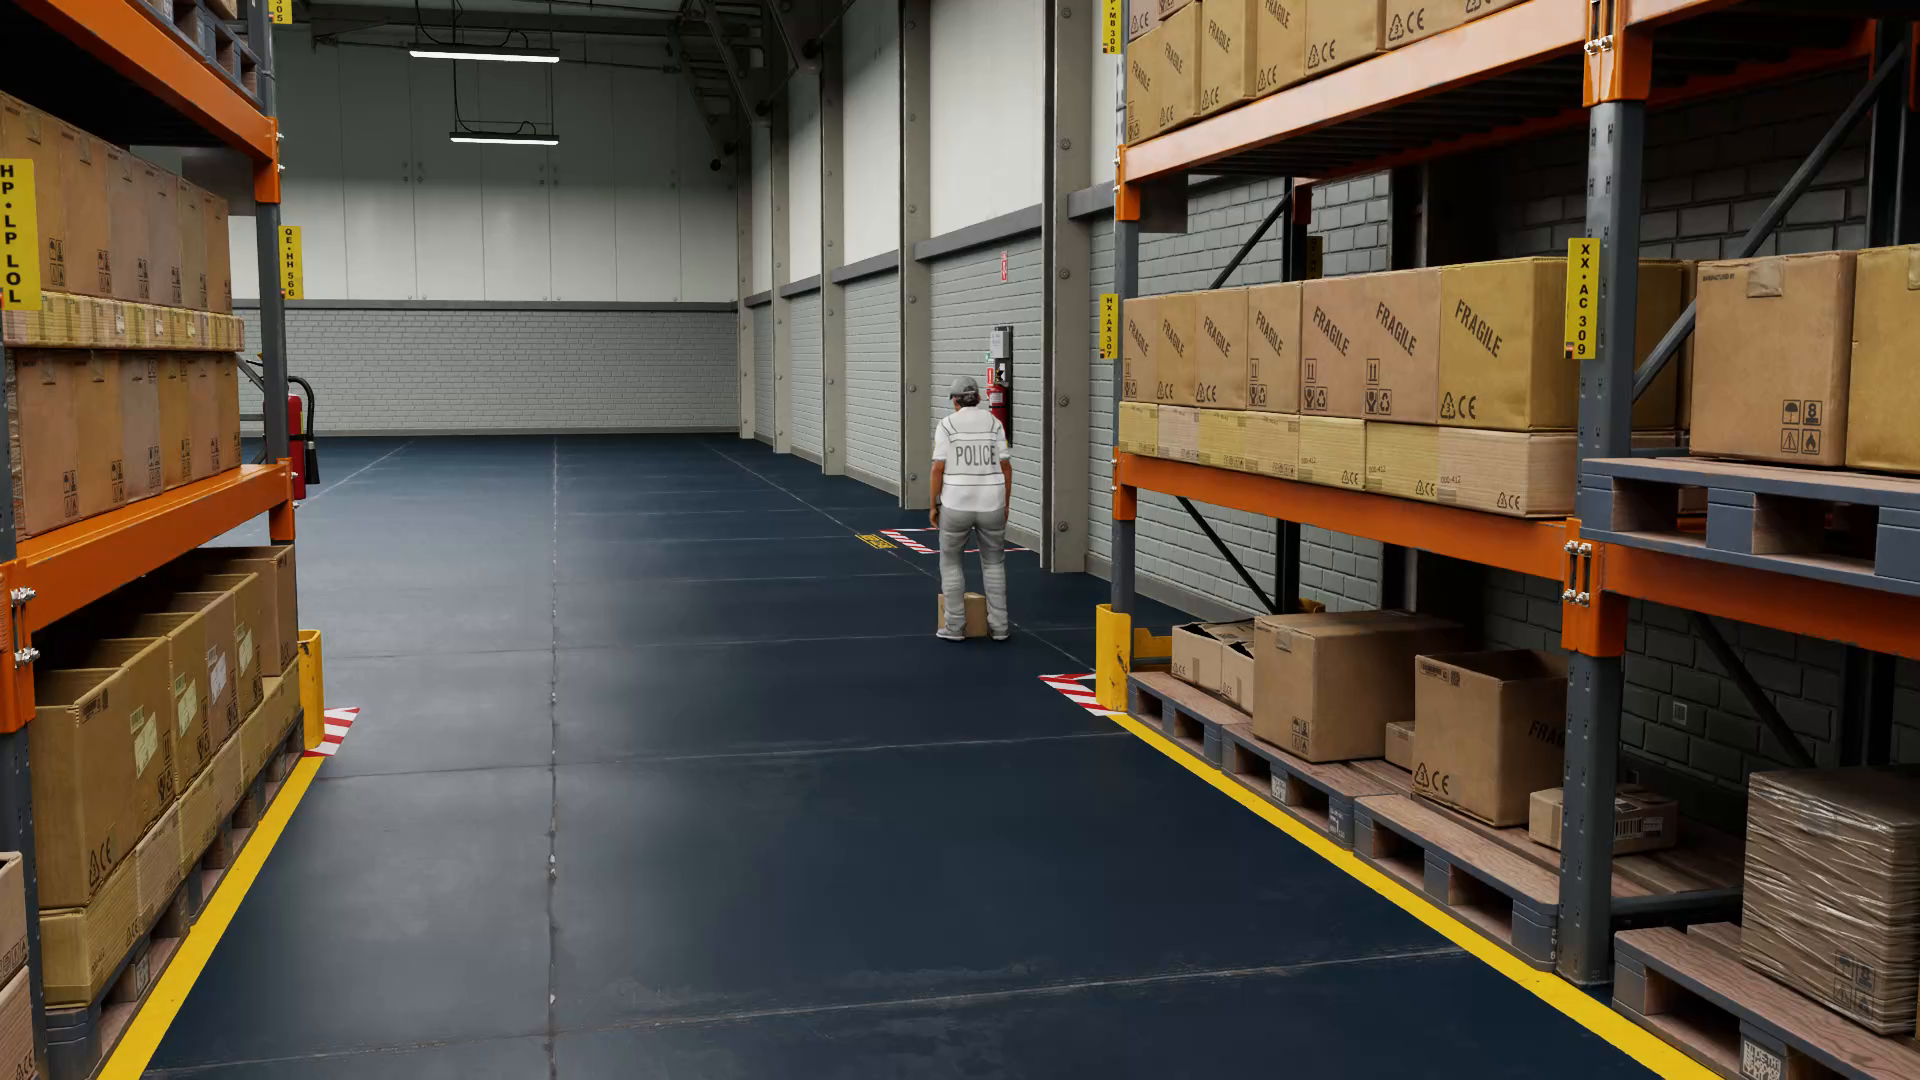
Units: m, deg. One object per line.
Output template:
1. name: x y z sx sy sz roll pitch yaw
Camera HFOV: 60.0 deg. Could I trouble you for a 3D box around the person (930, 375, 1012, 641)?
1. person: 0.071 -0.196 10.447 0.540 1.667 0.467 -2 6 -14
